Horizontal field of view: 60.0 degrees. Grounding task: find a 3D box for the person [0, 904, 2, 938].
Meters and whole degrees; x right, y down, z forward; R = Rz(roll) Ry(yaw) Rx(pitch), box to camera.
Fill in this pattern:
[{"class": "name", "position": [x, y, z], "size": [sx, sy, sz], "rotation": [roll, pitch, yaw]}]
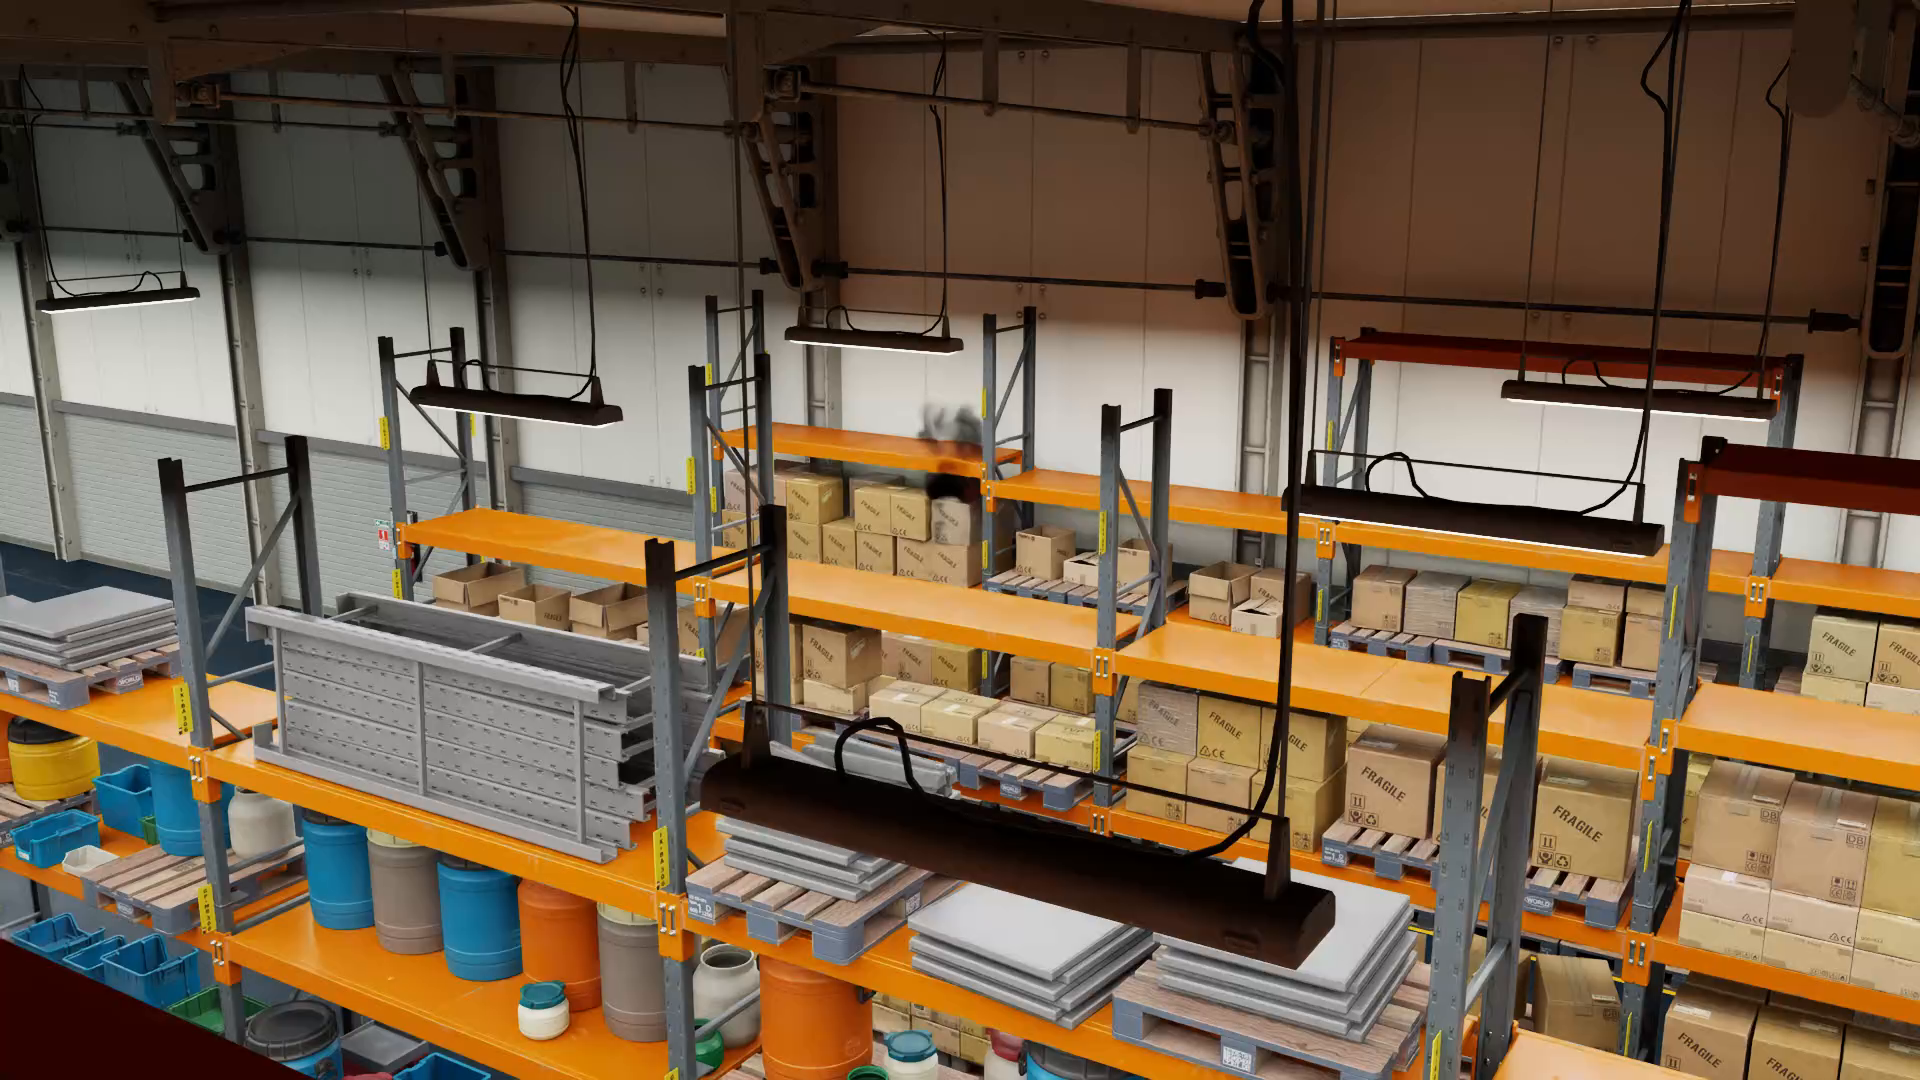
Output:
[{"class": "person", "position": [-8.818, 3.710, 15.033], "size": [0.523, 1.539, 0.594], "rotation": [-5, 15, -20]}]
